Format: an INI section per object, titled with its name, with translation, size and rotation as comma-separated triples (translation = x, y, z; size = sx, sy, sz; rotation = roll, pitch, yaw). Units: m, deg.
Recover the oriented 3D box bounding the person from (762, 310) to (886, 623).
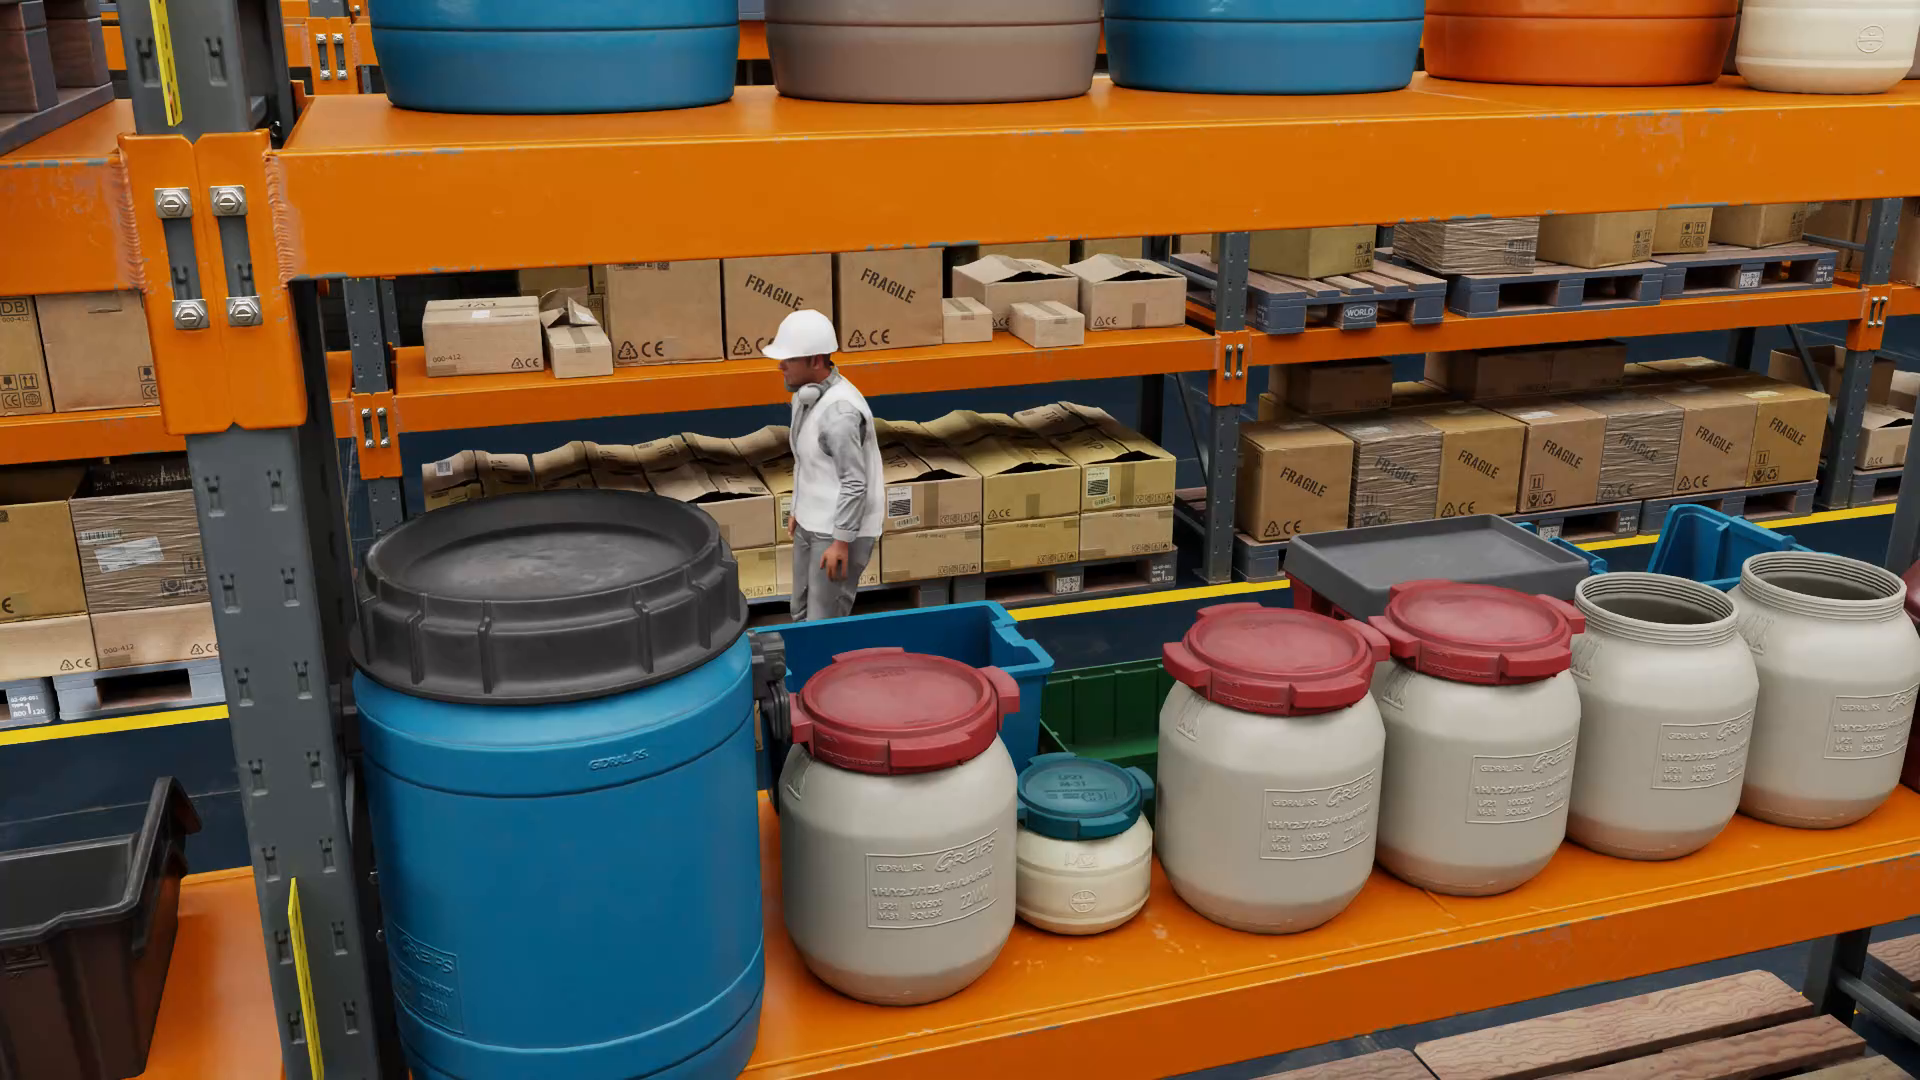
[person]
translation = -0.545, -0.056, 6.690
size = 0.467, 1.769, 0.582
rotation = -7, 20, -20
